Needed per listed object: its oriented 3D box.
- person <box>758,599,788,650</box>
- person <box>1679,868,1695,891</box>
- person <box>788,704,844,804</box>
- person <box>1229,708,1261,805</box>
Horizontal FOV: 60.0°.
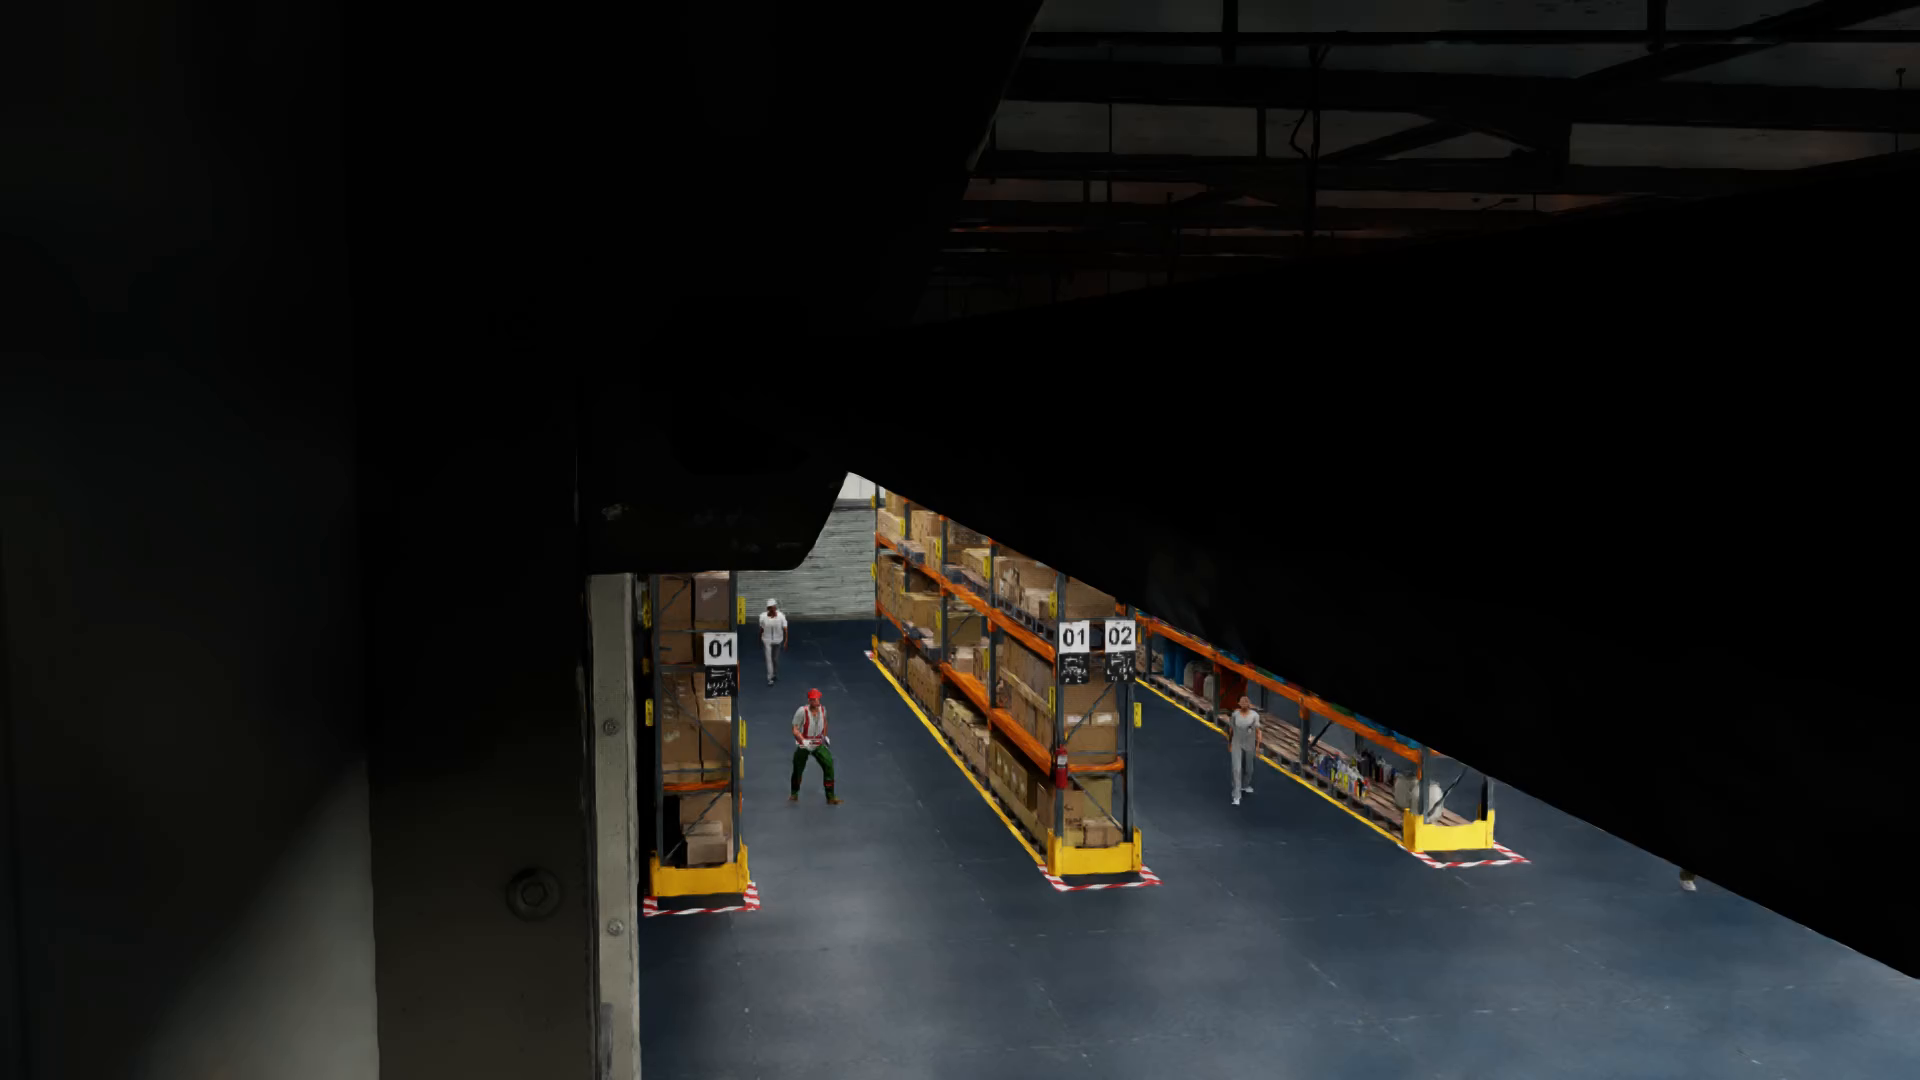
[{"bbox_3d":[-3.774,1.695,33.603,0.589,1.046,0.494,-1,6,-12],"label":"person"},{"bbox_3d":[9.196,3.752,20.099,0.681,1.031,0.888,-3,7,-27],"label":"person"},{"bbox_3d":[-2.134,3.109,24.235,0.631,1.463,0.817,-3,7,-28],"label":"person"},{"bbox_3d":[4.171,3.140,24.399,0.450,1.378,0.924,1,6,5],"label":"person"}]
